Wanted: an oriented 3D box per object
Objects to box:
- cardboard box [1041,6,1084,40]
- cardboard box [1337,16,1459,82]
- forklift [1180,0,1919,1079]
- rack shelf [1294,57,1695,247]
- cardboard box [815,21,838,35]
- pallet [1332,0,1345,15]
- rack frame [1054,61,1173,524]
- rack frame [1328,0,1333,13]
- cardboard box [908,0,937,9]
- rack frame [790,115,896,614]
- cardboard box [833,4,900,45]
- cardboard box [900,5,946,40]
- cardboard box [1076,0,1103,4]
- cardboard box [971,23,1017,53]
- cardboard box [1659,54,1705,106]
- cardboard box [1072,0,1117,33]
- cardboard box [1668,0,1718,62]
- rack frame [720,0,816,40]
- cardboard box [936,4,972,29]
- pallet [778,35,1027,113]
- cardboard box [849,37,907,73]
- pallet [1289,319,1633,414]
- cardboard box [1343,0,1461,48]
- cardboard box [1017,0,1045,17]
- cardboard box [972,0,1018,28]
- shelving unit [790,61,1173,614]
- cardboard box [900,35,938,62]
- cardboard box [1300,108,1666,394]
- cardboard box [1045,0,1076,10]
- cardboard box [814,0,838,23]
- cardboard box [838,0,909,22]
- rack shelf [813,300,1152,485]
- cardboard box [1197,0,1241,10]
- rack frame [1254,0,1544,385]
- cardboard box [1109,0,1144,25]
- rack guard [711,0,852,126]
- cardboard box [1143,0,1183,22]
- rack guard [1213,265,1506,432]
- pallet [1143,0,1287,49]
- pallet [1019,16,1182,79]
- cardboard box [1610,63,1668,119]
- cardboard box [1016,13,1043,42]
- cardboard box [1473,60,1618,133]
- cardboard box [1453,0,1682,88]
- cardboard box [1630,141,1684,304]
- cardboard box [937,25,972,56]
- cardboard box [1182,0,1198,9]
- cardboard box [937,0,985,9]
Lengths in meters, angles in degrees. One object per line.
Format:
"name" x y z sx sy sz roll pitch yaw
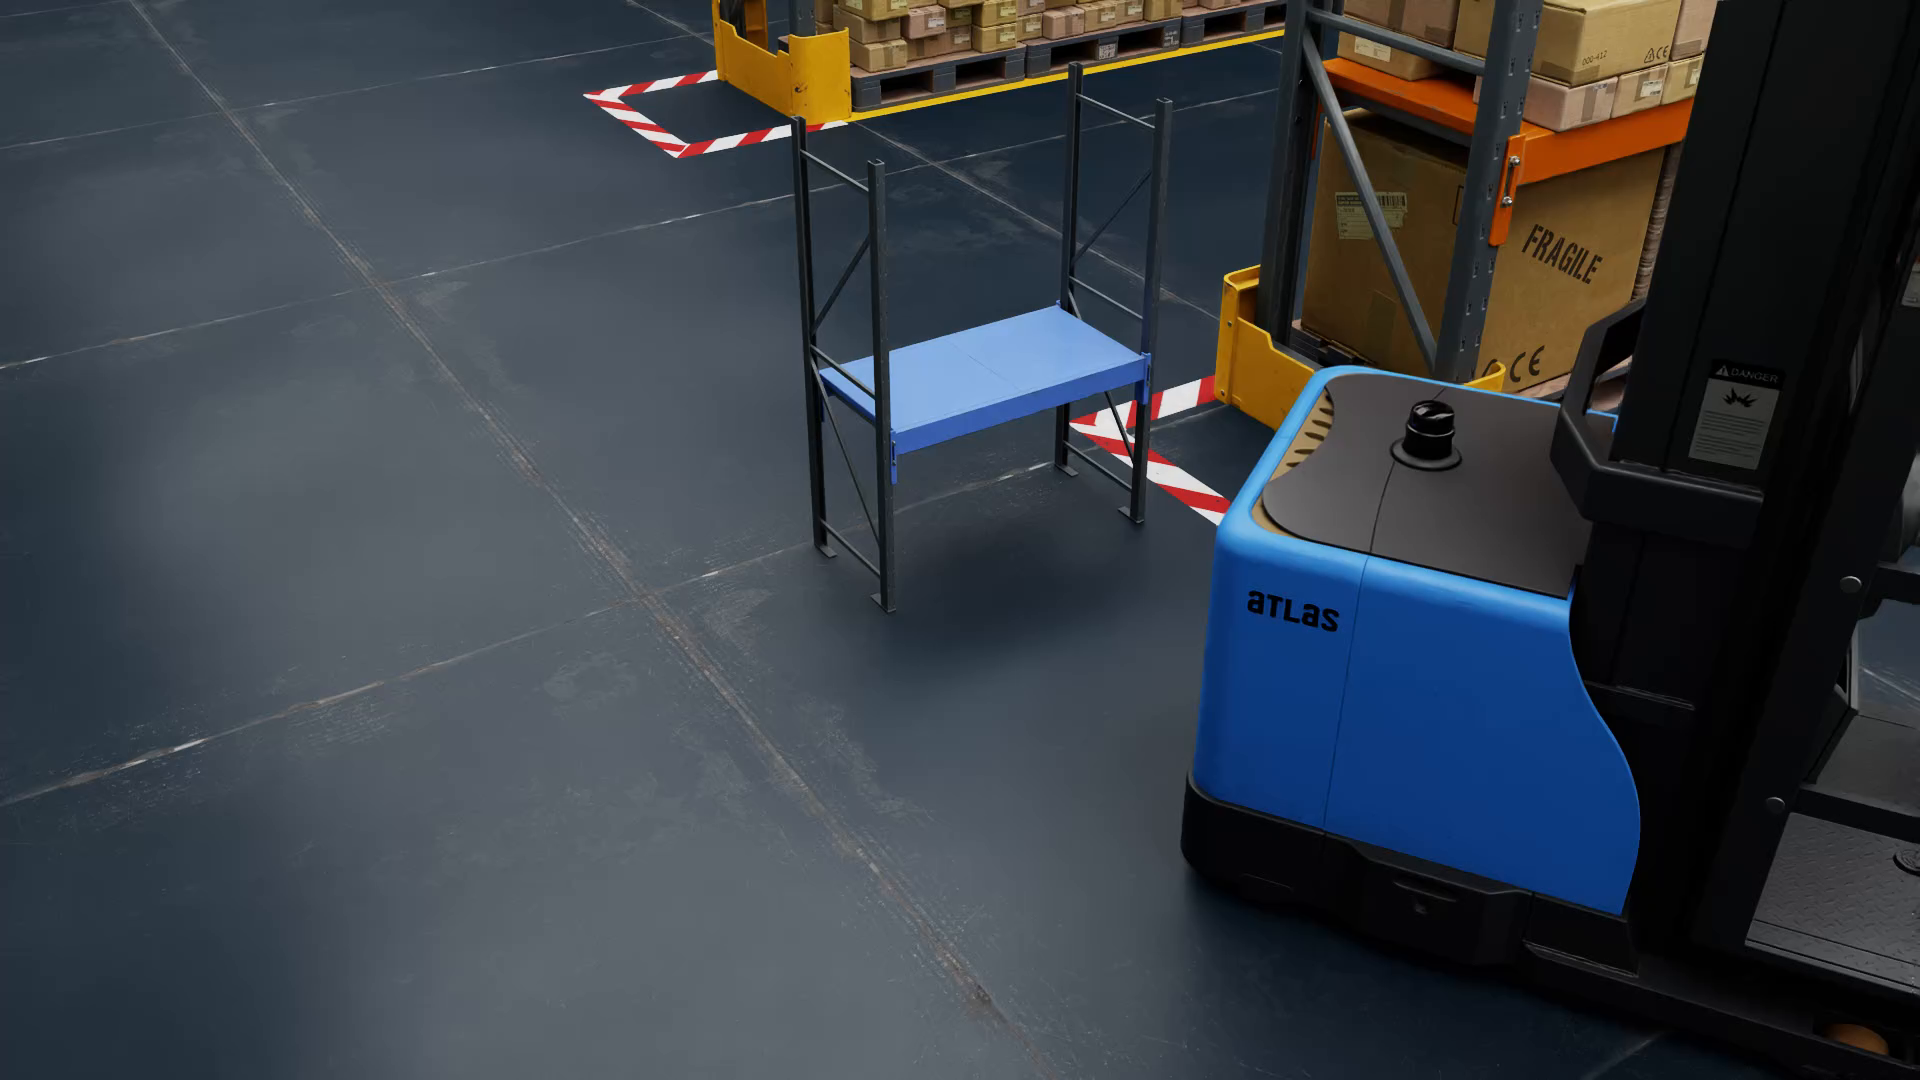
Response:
"cardboard box" 0.560 -3.251 10.371 0.250 0.149 0.380 -21 38 -30
"cardboard box" 1.595 -1.801 6.029 0.250 0.149 0.380 -18 37 -26
"forklift" 2.136 -0.262 3.419 3.031 2.935 1.130 14 35 21
"rack shelf" 3.155 -1.930 6.673 4.000 0.370 1.077 -19 37 -27
"cardboard box" -0.799 -3.127 10.175 0.250 0.149 0.380 -18 37 -26
"pallet" 2.887 -4.112 12.071 1.213 0.211 1.003 -19 37 -27
"rack frame" 0.499 -0.806 5.622 0.032 1.500 0.500 -19 37 -27
"rack frame" 2.234 -5.066 10.970 0.127 3.000 1.000 -19 37 -27
"cardboard box" -0.337 -3.266 9.837 0.250 0.149 0.380 -18 37 -26
"rack frame" -0.356 -0.512 5.156 0.032 1.500 0.500 -19 37 -27
"cardboard box" -0.549 -3.044 9.763 0.250 0.149 0.380 -17 36 -25
"cardboard box" -0.288 -3.098 9.849 0.250 0.149 0.380 -19 37 -27
"cardboard box" 0.754 -3.524 10.524 0.250 0.149 0.380 -17 36 -25
"cardboard box" 0.140 -3.102 10.134 0.250 0.149 0.380 -18 37 -27
"cardboard box" 2.381 -1.654 5.796 0.250 0.149 0.380 -20 37 -28
"cardboard box" 0.778 -3.343 10.516 0.250 0.149 0.380 -19 37 -27
"cardboard box" 2.457 -1.890 5.796 0.500 0.250 0.500 -19 37 -28
"rack frame" -1.128 -3.910 9.137 0.127 3.000 1.000 -19 37 -27
"cardboard box" -0.130 -3.208 10.024 0.250 0.149 0.380 -18 37 -27
"pallet" -0.363 -2.971 10.263 1.213 0.211 1.003 -19 37 -27
"cardboard box" -0.515 -2.890 9.798 0.250 0.149 0.380 -18 37 -26
"pallet" 2.104 -0.743 6.730 1.213 0.211 1.003 -19 37 -27
"cardboard box" 1.738 -1.978 5.936 0.500 0.250 0.500 -20 37 -28
"cardboard box" 0.316 -3.353 10.253 0.250 0.149 0.380 -21 38 -29
"cardboard box" 0.144 -3.234 10.064 0.250 0.149 0.380 -18 36 -26
"shelving unit" 0.072 -0.659 5.389 1.048 1.500 0.538 -19 37 -27
"cardboard box" -0.339 -3.002 9.976 0.250 0.149 0.380 -19 37 -27
"cardboard box" 1.969 -1.156 6.369 0.875 0.875 0.875 -19 37 -27
"cardboard box" 0.521 -3.450 10.407 0.250 0.149 0.380 -17 36 -25
"cardboard box" -0.839 -3.288 10.151 0.250 0.149 0.380 -20 37 -29
"cardboard box" -0.504 -3.132 9.625 0.250 0.149 0.380 -21 38 -29
"rack shelf" 0.072 -0.507 5.485 1.000 0.185 0.538 -19 37 -27
"cardboard box" 1.638 -3.629 10.970 0.250 0.149 0.380 -20 38 -29
"rack frame" 1.474 -1.656 5.564 0.127 3.000 1.000 -19 37 -27
"cardboard box" 0.963 -3.427 10.650 0.250 0.149 0.380 -18 37 -26
"rack guard" -1.065 -2.875 9.838 0.348 0.500 1.175 -19 37 -27
"cardboard box" 1.219 -3.473 10.722 0.250 0.149 0.380 -19 37 -27
"rack guard" 1.454 -0.592 6.220 0.348 0.500 1.175 -19 37 -27
"pallet" 1.688 -3.677 11.381 1.213 0.211 1.003 -19 37 -27
"pallet" 0.662 -3.322 10.818 1.213 0.211 1.003 -19 37 -27
"cardboard box" 2.166 -1.580 5.678 0.250 0.149 0.380 -20 37 -28
"cardboard box" 0.303 -3.218 10.318 0.250 0.149 0.380 -19 37 -27
"cardboard box" 1.951 -1.505 5.559 0.250 0.149 0.380 -19 37 -27
"cardboard box" 2.024 -1.736 5.553 0.500 0.250 0.500 -20 37 -28
"cardboard box" 2.733 -1.419 6.786 0.875 0.875 0.875 -19 37 -27
"cardboard box" -0.134 -3.077 10.095 0.250 0.149 0.380 -19 37 -27
"cardboard box" 1.351 -3.607 10.935 0.250 0.149 0.380 -20 37 -28
"cardboard box" -0.056 -3.281 9.861 0.250 0.149 0.380 -19 37 -27
